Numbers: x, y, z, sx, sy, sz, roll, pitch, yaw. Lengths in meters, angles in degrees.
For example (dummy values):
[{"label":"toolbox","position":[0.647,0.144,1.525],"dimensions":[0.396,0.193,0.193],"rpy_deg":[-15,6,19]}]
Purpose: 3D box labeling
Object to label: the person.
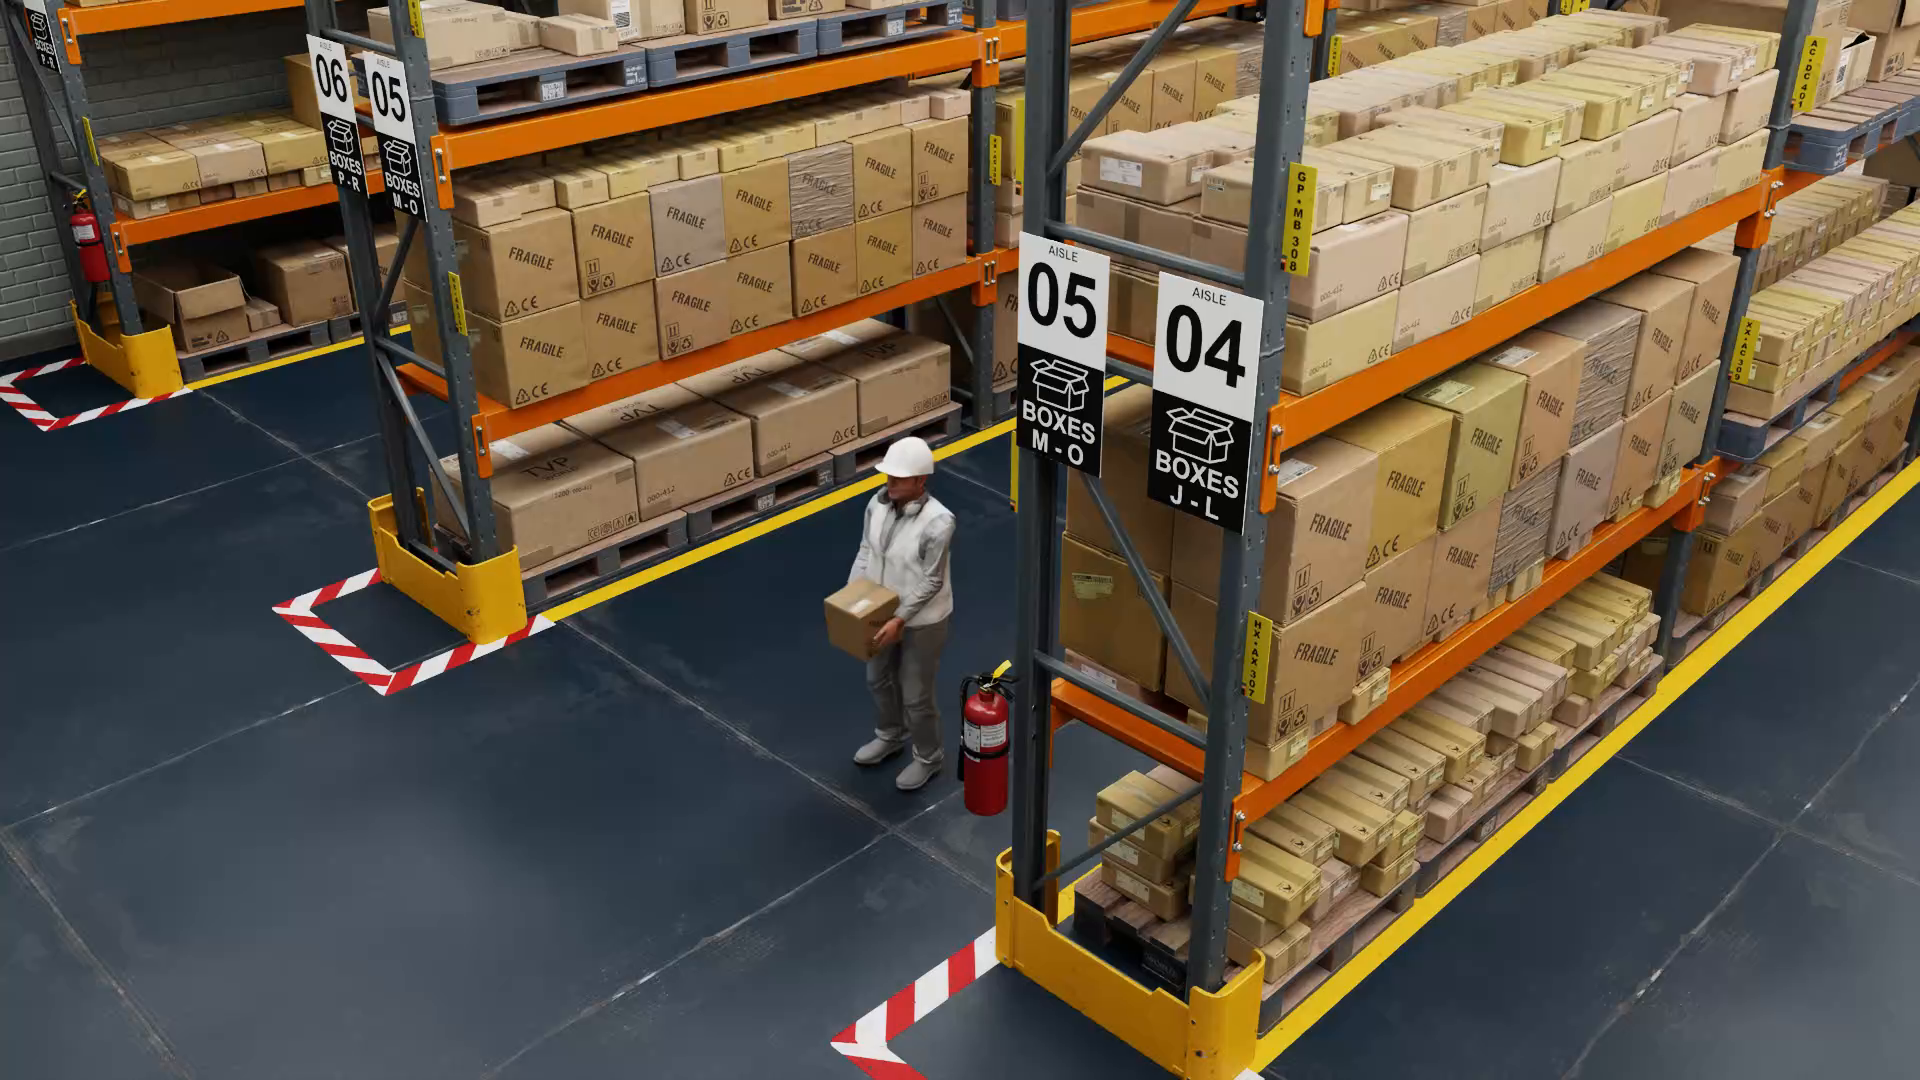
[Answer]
[{"label":"person","position":[-0.306,0.360,7.897],"dimensions":[0.528,1.777,0.529],"rpy_deg":[24,36,38]}]
